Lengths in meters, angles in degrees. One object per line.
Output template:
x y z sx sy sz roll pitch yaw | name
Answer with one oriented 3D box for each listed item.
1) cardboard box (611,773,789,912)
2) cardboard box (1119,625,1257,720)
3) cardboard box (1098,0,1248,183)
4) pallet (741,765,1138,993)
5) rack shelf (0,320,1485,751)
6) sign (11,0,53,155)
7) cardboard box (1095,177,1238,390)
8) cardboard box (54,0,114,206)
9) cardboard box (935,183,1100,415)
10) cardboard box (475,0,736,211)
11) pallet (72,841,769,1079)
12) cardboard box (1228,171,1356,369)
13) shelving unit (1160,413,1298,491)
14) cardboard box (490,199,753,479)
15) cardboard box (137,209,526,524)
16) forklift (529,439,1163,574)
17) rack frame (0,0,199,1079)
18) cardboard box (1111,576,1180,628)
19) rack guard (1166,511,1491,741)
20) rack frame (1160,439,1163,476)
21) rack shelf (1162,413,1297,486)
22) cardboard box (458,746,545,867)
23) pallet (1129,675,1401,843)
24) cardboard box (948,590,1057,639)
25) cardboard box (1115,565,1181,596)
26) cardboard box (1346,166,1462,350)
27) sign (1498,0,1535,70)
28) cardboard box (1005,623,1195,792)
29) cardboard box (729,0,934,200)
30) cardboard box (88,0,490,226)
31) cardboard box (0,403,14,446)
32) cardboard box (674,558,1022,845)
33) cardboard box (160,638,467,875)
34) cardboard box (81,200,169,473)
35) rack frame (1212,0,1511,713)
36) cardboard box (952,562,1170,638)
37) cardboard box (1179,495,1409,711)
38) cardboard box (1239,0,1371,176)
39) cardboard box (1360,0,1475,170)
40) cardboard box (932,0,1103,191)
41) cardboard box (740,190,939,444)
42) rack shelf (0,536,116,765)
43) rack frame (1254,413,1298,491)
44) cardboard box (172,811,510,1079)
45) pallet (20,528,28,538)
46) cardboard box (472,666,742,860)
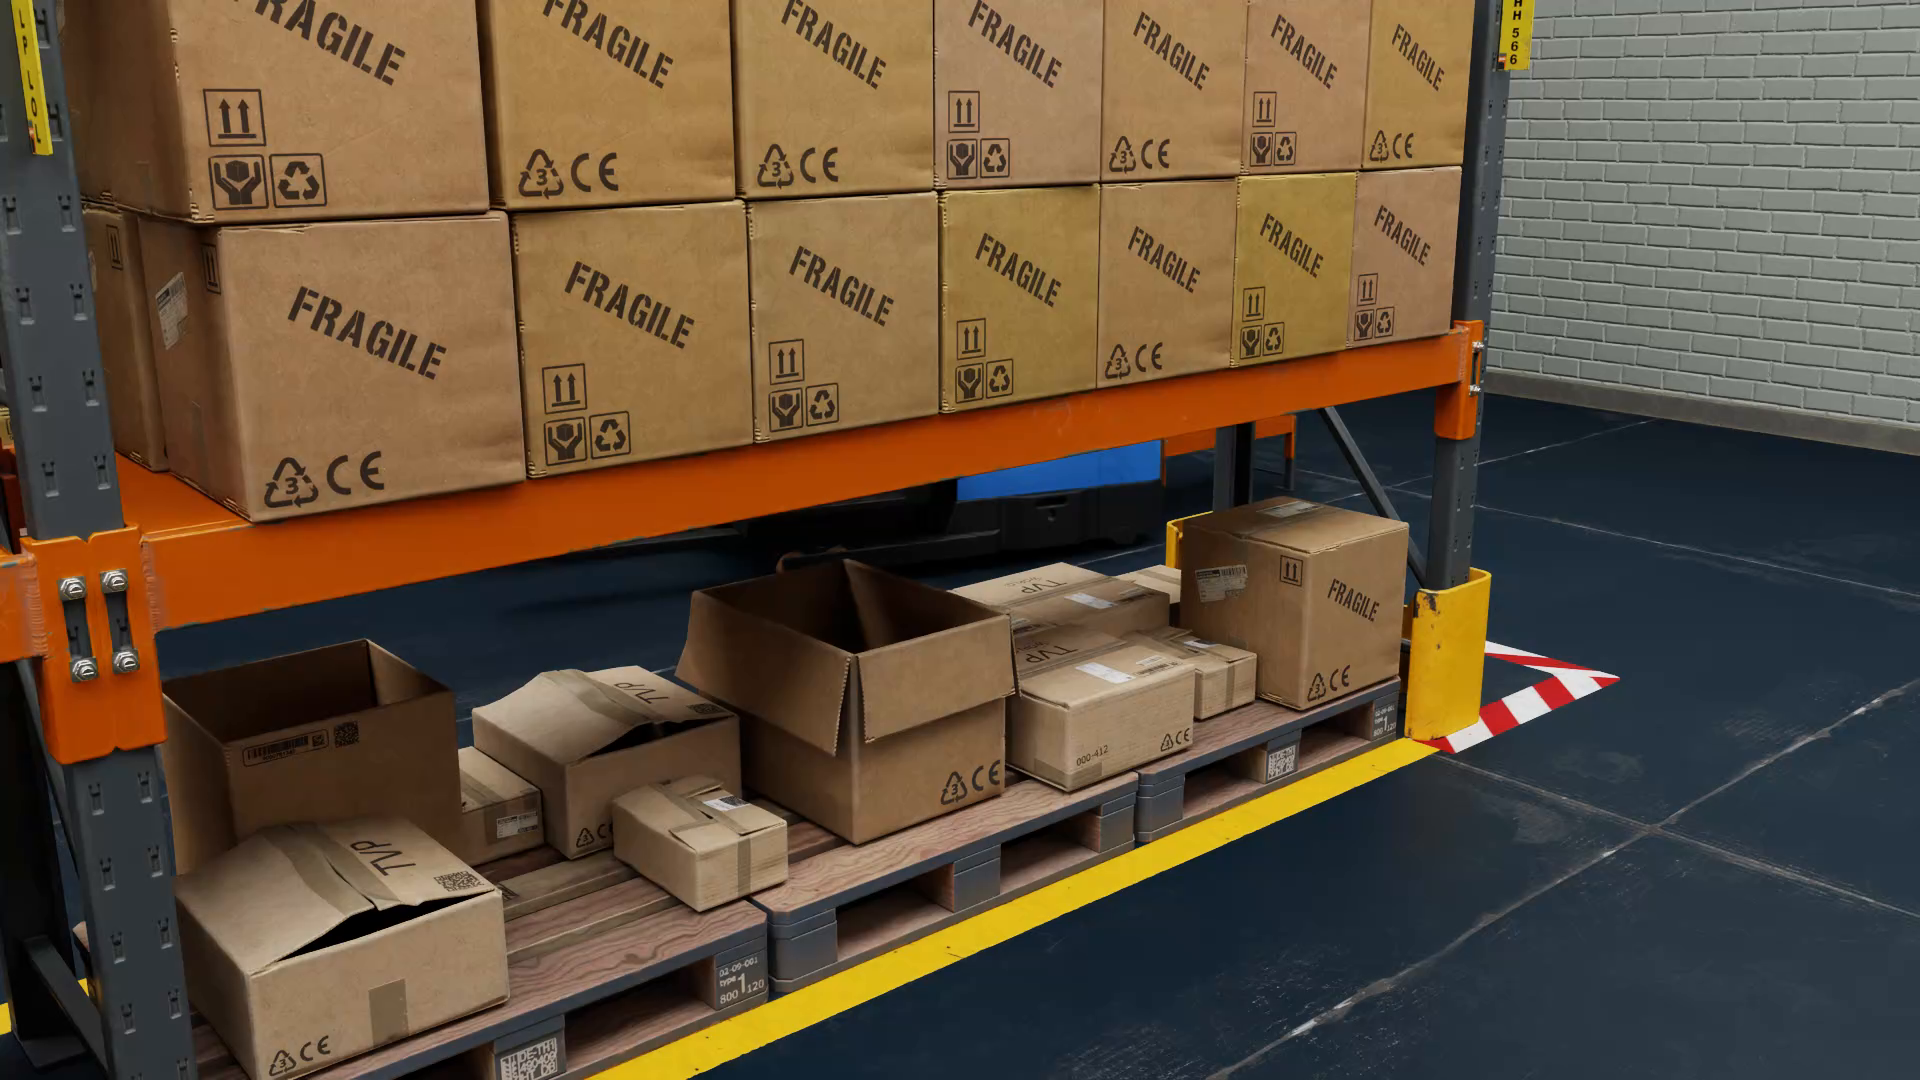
-0.619 0.704 3.941 0.250 0.166 0.380 -13 19 -39 | cardboard box
0.681 0.395 5.098 0.250 0.166 0.380 -13 19 -39 | cardboard box
0.370 -1.181 4.227 0.500 0.500 0.500 -12 19 -38 | cardboard box
-0.284 0.748 4.541 1.213 0.211 1.003 -13 19 -39 | pallet
-0.215 -0.267 4.329 4.000 0.370 1.077 -13 19 -39 | rack shelf
-1.356 -0.727 2.416 0.005 0.325 0.100 -13 19 -39 | sign
0.366 -0.700 4.366 0.500 0.500 0.500 -12 19 -39 | cardboard box
-1.512 -0.943 3.335 0.500 0.500 0.500 -13 19 -39 | cardboard box
-0.014 -0.615 4.046 0.500 0.500 0.500 -13 20 -40 | cardboard box
-0.794 -0.919 3.247 0.500 0.500 0.500 -13 20 -41 | cardboard box
-1.205 0.956 3.763 1.213 0.211 1.003 -13 19 -39 | pallet
0.746 -0.784 4.678 0.500 0.500 0.500 -12 19 -39 | cardboard box
1.191 -0.763 8.427 1.048 1.125 0.538 -12 19 -39 | shelving unit
-0.776 -0.444 3.407 0.500 0.500 0.500 -12 19 -38 | cardboard box
-1.160 -0.357 3.080 0.500 0.500 0.500 -12 19 -38 | cardboard box
-0.631 -1.355 7.143 3.031 2.935 1.130 -7 16 -23 | forklift
-1.723 -0.275 2.968 0.127 3.000 1.000 -13 19 -39 | rack frame
0.564 0.250 5.640 0.250 0.166 0.380 -13 19 -39 | cardboard box
1.237 0.268 5.779 0.348 0.500 1.175 -13 19 -39 | rack guard
0.805 -0.678 8.108 0.032 1.125 0.500 -12 19 -39 | rack frame
1.191 -0.527 8.490 1.000 0.278 0.538 -12 19 -39 | rack shelf
-1.236 0.663 4.129 0.250 0.149 0.380 -13 19 -39 | cardboard box
0.636 0.543 5.310 1.213 0.211 1.003 -13 19 -39 | pallet
-0.057 0.369 5.031 0.500 0.250 0.500 -13 19 -39 | cardboard box
0.753 0.216 5.801 0.250 0.149 0.380 -13 19 -39 | cardboard box
1.135 -0.872 5.010 0.500 0.500 0.500 -12 19 -38 | cardboard box
1.643 -1.554 4.897 0.005 0.325 0.100 -13 19 -39 | sign
0.309 0.458 4.698 0.500 0.250 0.500 -13 19 -39 | cardboard box
-0.406 -1.006 3.573 0.500 0.500 0.500 -13 20 -41 | cardboard box
-1.183 -0.832 2.920 0.500 0.500 0.500 -12 19 -38 | cardboard box
-4.346 -0.341 7.244 0.500 0.500 0.700 -12 19 -39 | cardboard box
-0.309 0.399 4.429 0.637 0.503 0.797 -13 19 -39 | cardboard box
-1.480 0.568 3.802 0.500 0.500 0.500 -13 19 -39 | cardboard box
-1.515 -0.458 3.459 0.500 0.500 0.500 -12 19 -38 | cardboard box
1.294 -0.953 5.505 0.127 3.000 1.000 -13 19 -39 | rack frame
0.321 0.285 5.348 0.500 0.250 0.500 -13 19 -39 | cardboard box
1.046 0.182 5.246 0.500 0.500 0.500 -13 19 -39 | cardboard box
0.758 -1.270 4.559 0.500 0.500 0.500 -12 19 -38 | cardboard box
1.139 -1.355 4.880 0.500 0.500 0.500 -13 20 -40 | cardboard box
-0.017 -1.094 3.901 0.500 0.500 0.500 -12 19 -38 | cardboard box
-0.397 -0.529 3.722 0.500 0.500 0.500 -13 20 -40 | cardboard box
-3.232 0.411 1.792 4.000 0.370 1.077 -13 19 -39 | rack shelf
1.577 -0.848 8.747 0.032 1.125 0.500 -12 19 -39 | rack frame
-1.265 0.782 3.367 0.500 0.311 0.500 -13 19 -39 | cardboard box
-4.353 -0.005 7.361 1.213 0.211 1.003 -13 19 -39 | pallet
-0.914 0.532 4.302 0.500 0.311 0.500 -13 19 -39 | cardboard box
